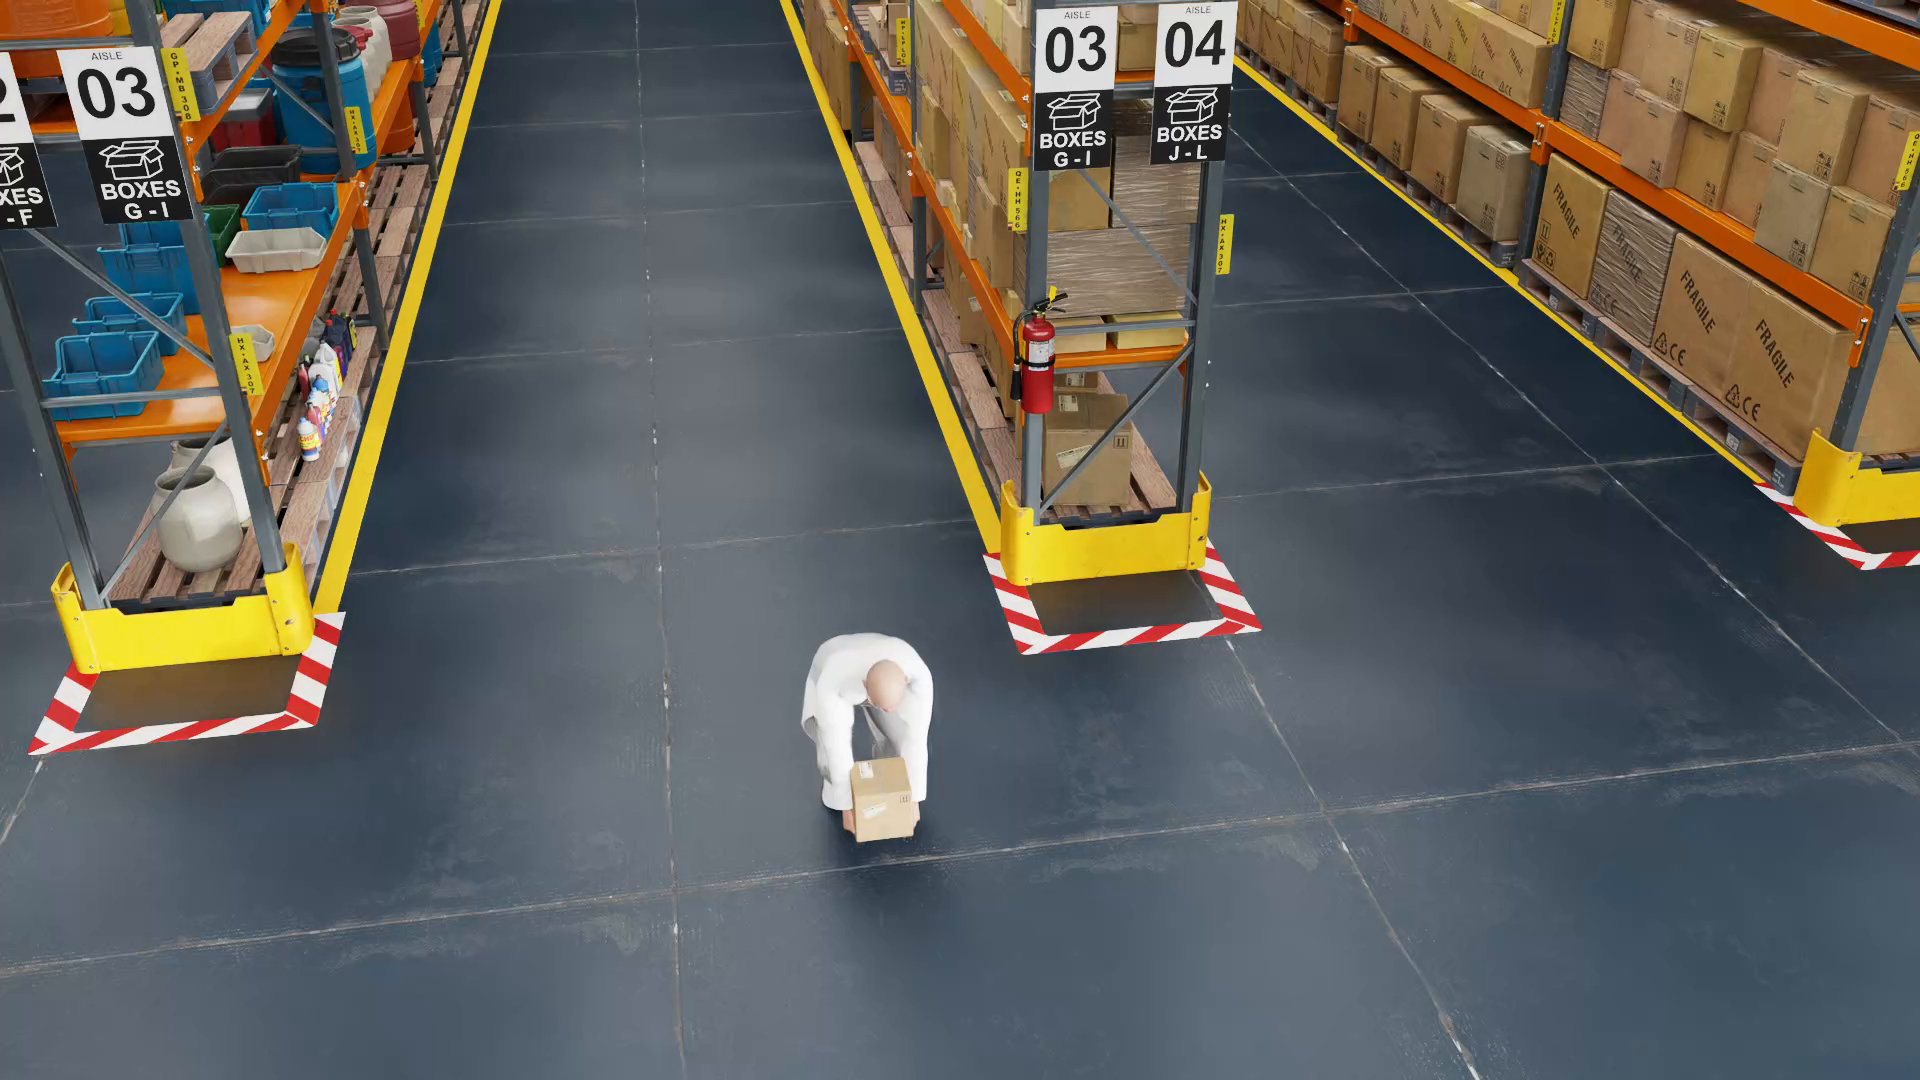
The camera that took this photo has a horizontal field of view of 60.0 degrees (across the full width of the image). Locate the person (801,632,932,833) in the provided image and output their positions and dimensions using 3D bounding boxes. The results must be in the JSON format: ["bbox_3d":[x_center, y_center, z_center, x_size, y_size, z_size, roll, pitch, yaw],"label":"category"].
[{"bbox_3d":[-0.429,0.824,7.538,0.569,0.983,0.932,-6,31,-10],"label":"person"}]
